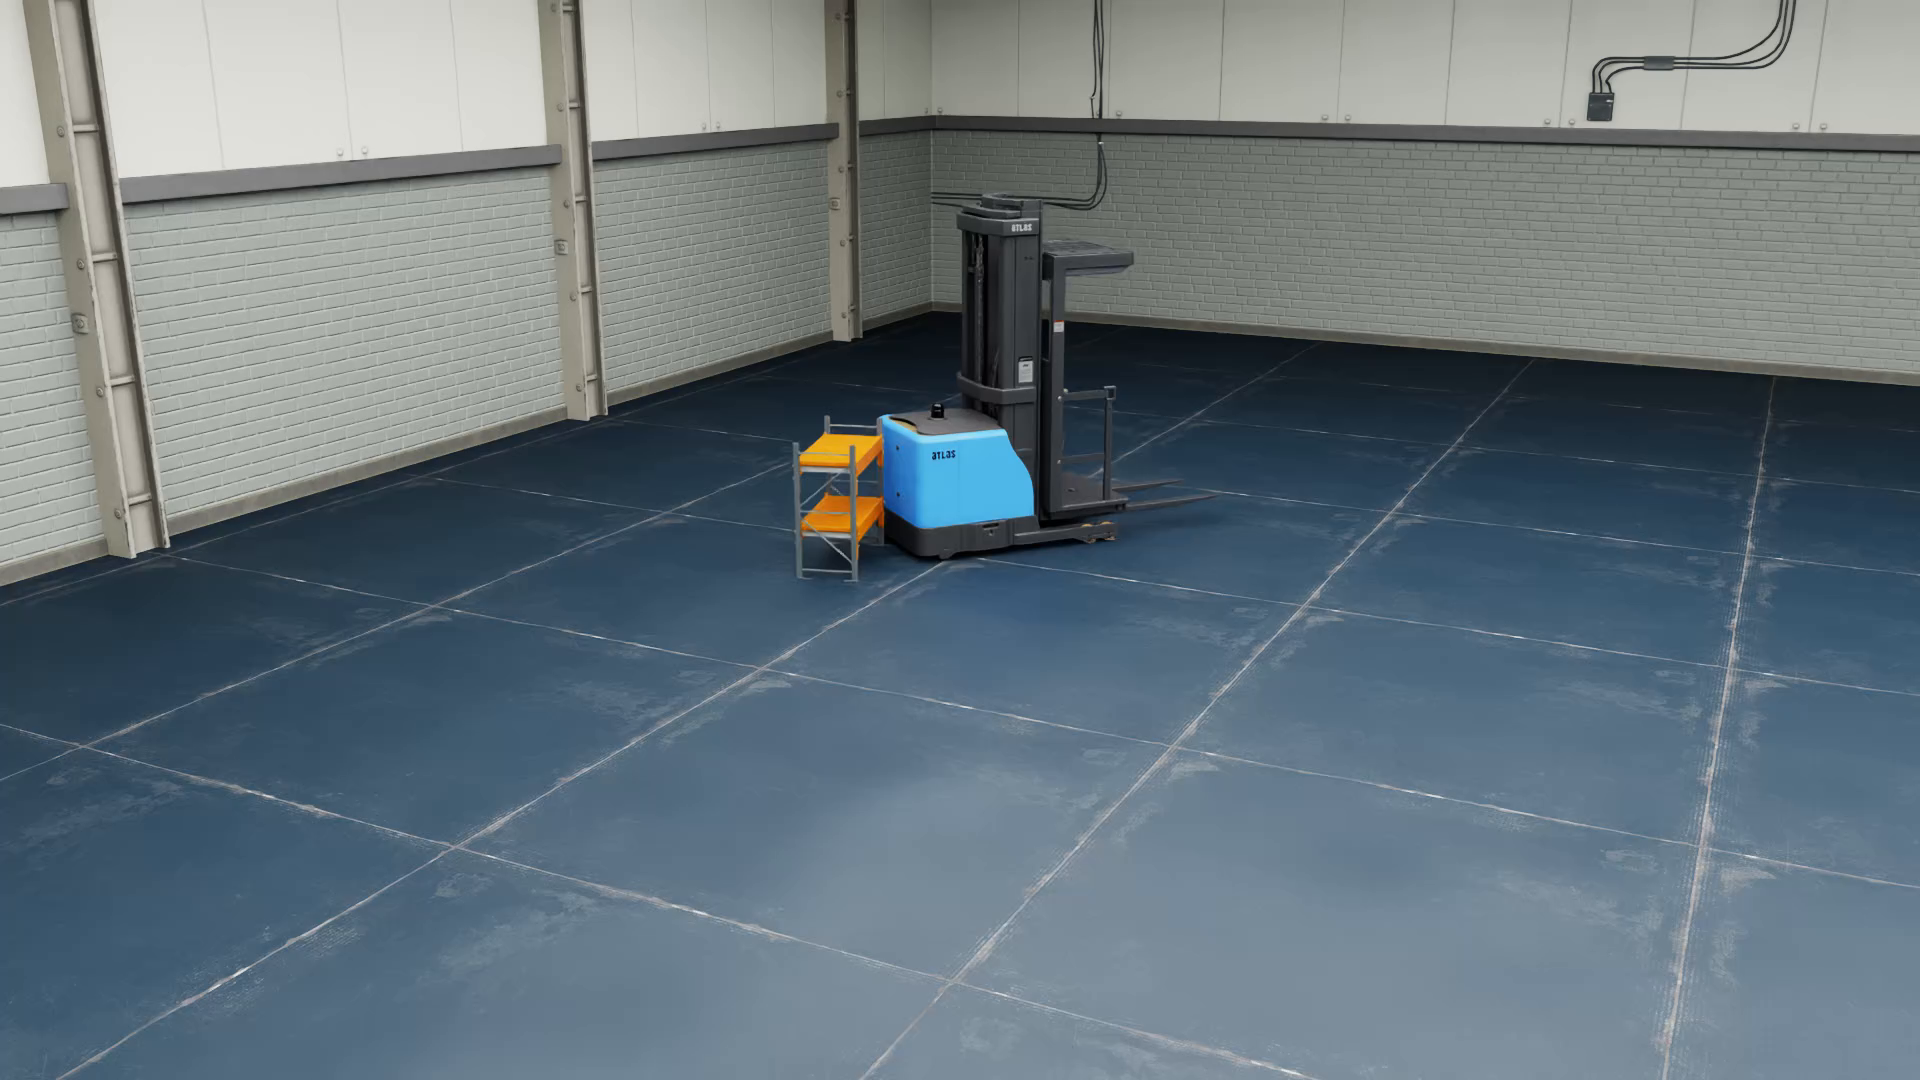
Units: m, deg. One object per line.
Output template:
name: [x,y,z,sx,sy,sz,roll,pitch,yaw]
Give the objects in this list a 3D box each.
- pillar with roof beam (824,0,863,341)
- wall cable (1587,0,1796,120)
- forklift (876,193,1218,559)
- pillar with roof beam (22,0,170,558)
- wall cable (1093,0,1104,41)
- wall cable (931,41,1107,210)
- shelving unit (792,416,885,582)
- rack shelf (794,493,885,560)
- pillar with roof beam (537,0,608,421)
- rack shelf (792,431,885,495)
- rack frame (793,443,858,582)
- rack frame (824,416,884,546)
pillar with roof beam: [2.185,-6.736,21.399,9.100,9.000,0.400,8,18,25]
wall cable: [9.319,-8.284,20.638,2.305,6.003,0.169,8,18,25]
forklift: [0.827,-1.504,14.442,3.031,2.935,1.130,-7,18,-23]
pillar with roof beam: [-3.177,-3.679,11.108,9.100,9.000,0.400,8,18,25]
wall cable: [3.254,-8.454,23.767,3.097,2.526,0.112,8,18,25]
wall cable: [0.833,-6.377,25.645,3.097,2.526,0.112,8,18,25]
shelving unit: [-0.987,-0.358,13.754,0.538,1.125,1.048,3,17,9]
rack shelf: [-0.987,-0.123,13.823,0.538,0.278,1.000,3,17,9]
pillar with roof beam: [-0.496,-5.208,16.253,9.100,9.000,0.400,8,18,25]
rack shelf: [-0.987,-0.638,13.670,0.538,0.278,1.000,3,17,9]
rack frame: [-1.072,-0.215,13.273,0.500,1.125,0.032,3,17,9]
rack frame: [-0.902,-0.501,14.234,0.500,1.125,0.032,3,17,9]
